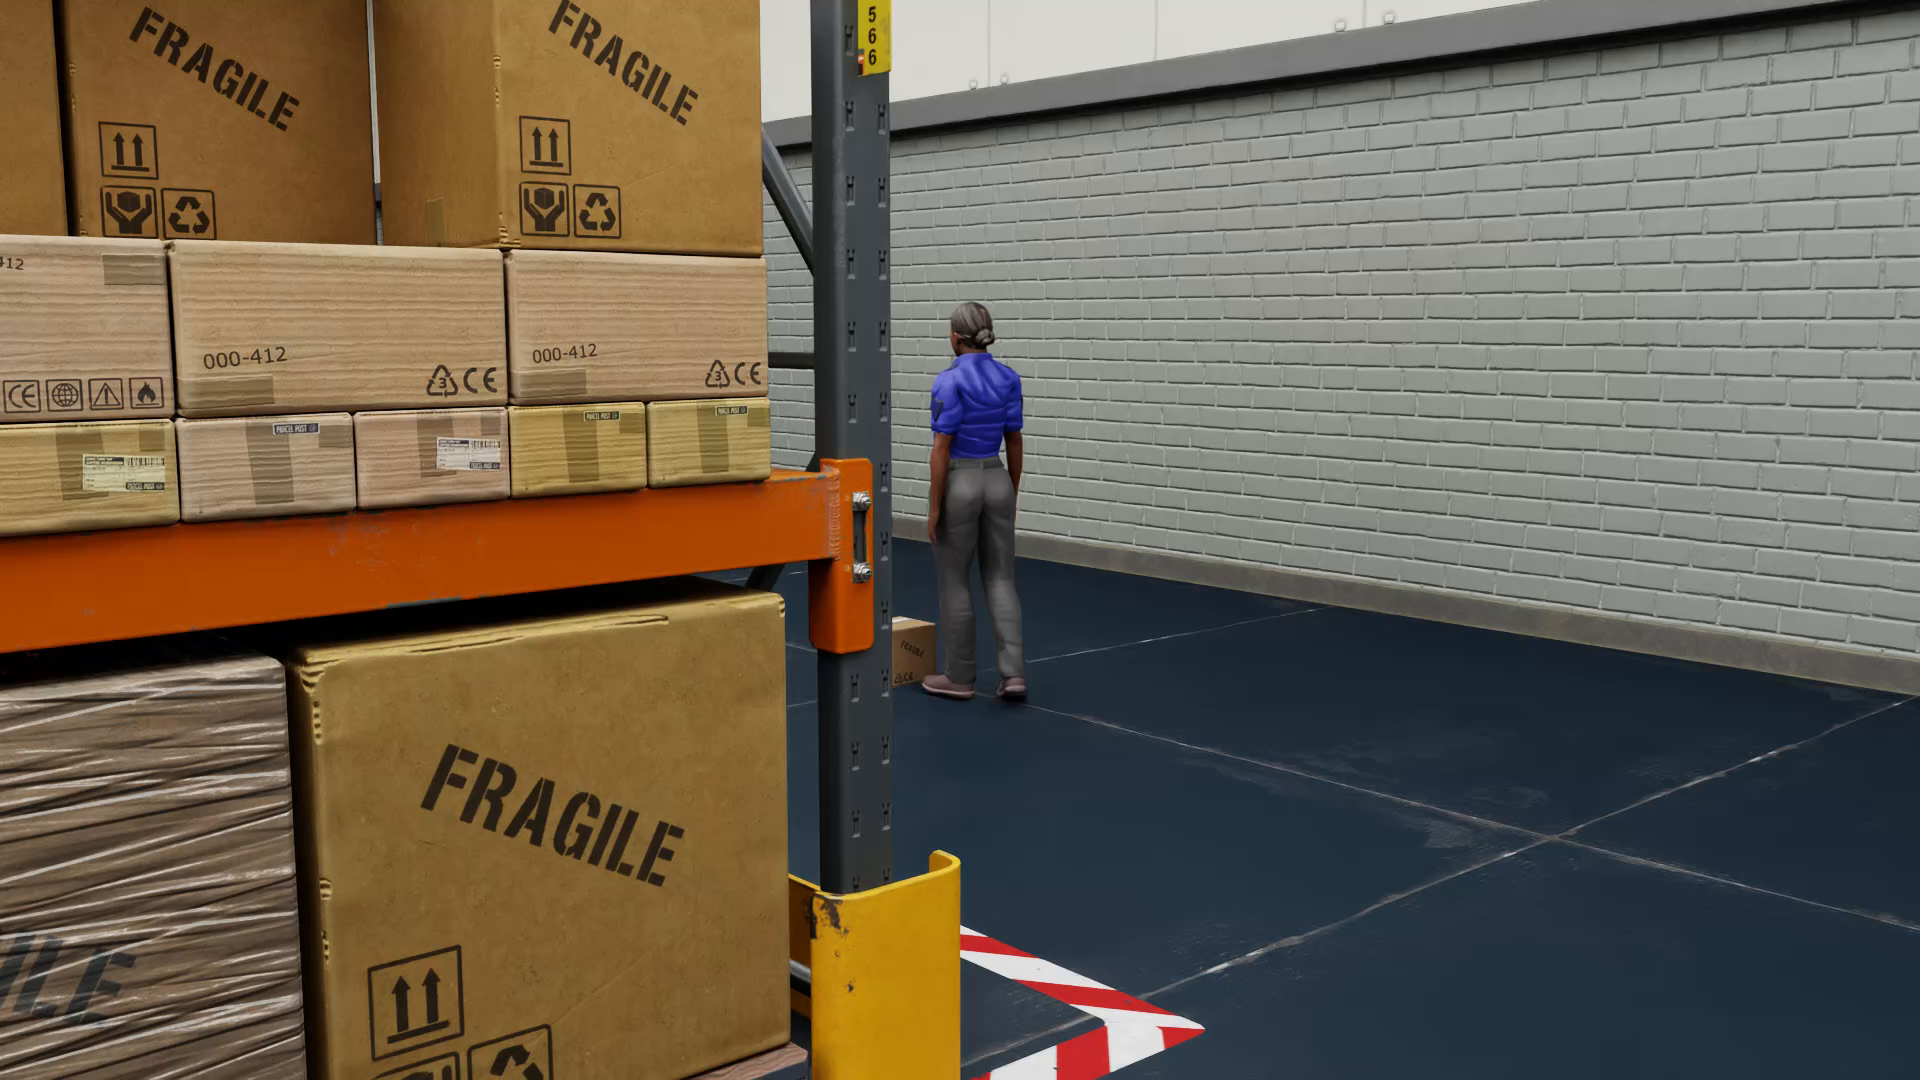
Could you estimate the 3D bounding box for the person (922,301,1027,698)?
[{"bbox_3d":[0.066,-0.156,6.939,0.474,1.666,0.490,-5,9,-32],"label":"person"}]
